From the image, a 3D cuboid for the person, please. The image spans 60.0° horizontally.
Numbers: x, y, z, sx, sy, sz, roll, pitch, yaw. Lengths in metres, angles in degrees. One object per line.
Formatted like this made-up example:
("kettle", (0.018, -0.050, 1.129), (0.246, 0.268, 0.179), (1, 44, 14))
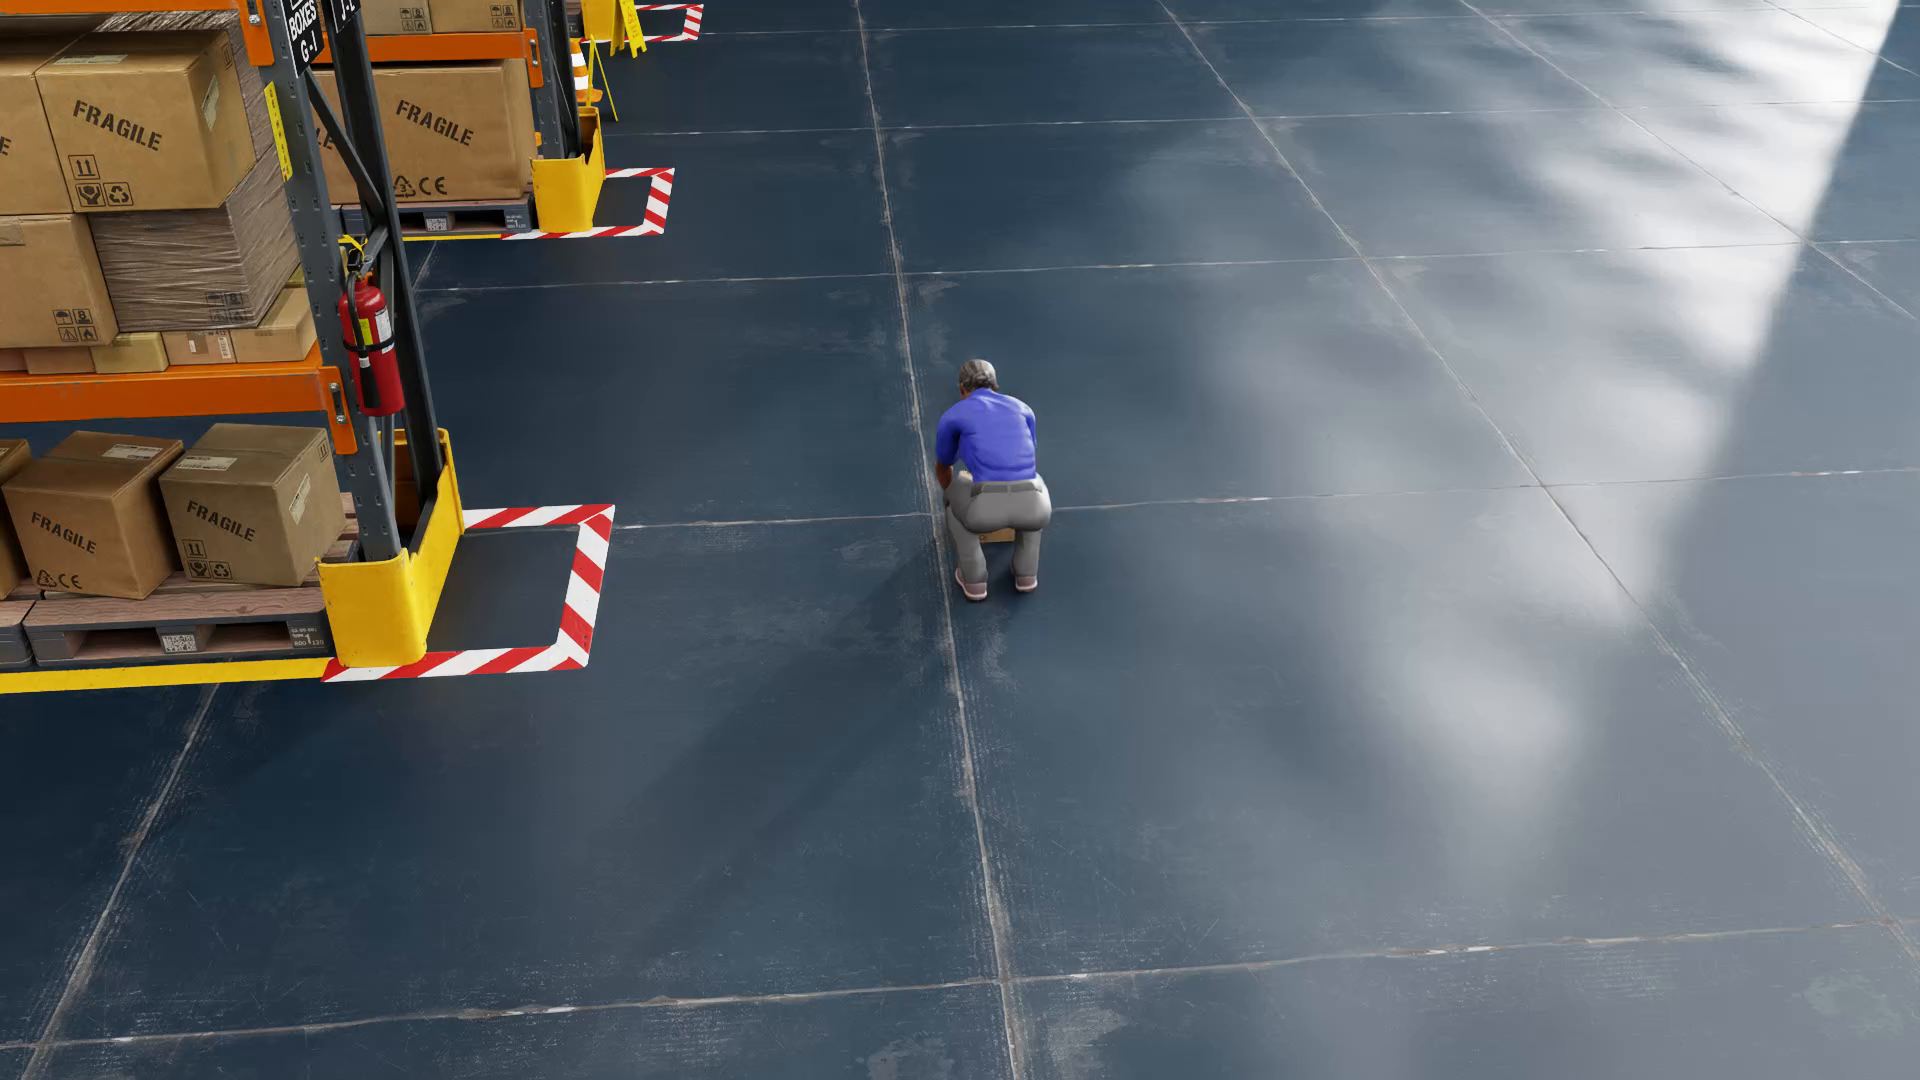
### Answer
("person", (0.142, -0.245, 7.270), (0.475, 0.908, 0.805), (-3, 31, -5))
